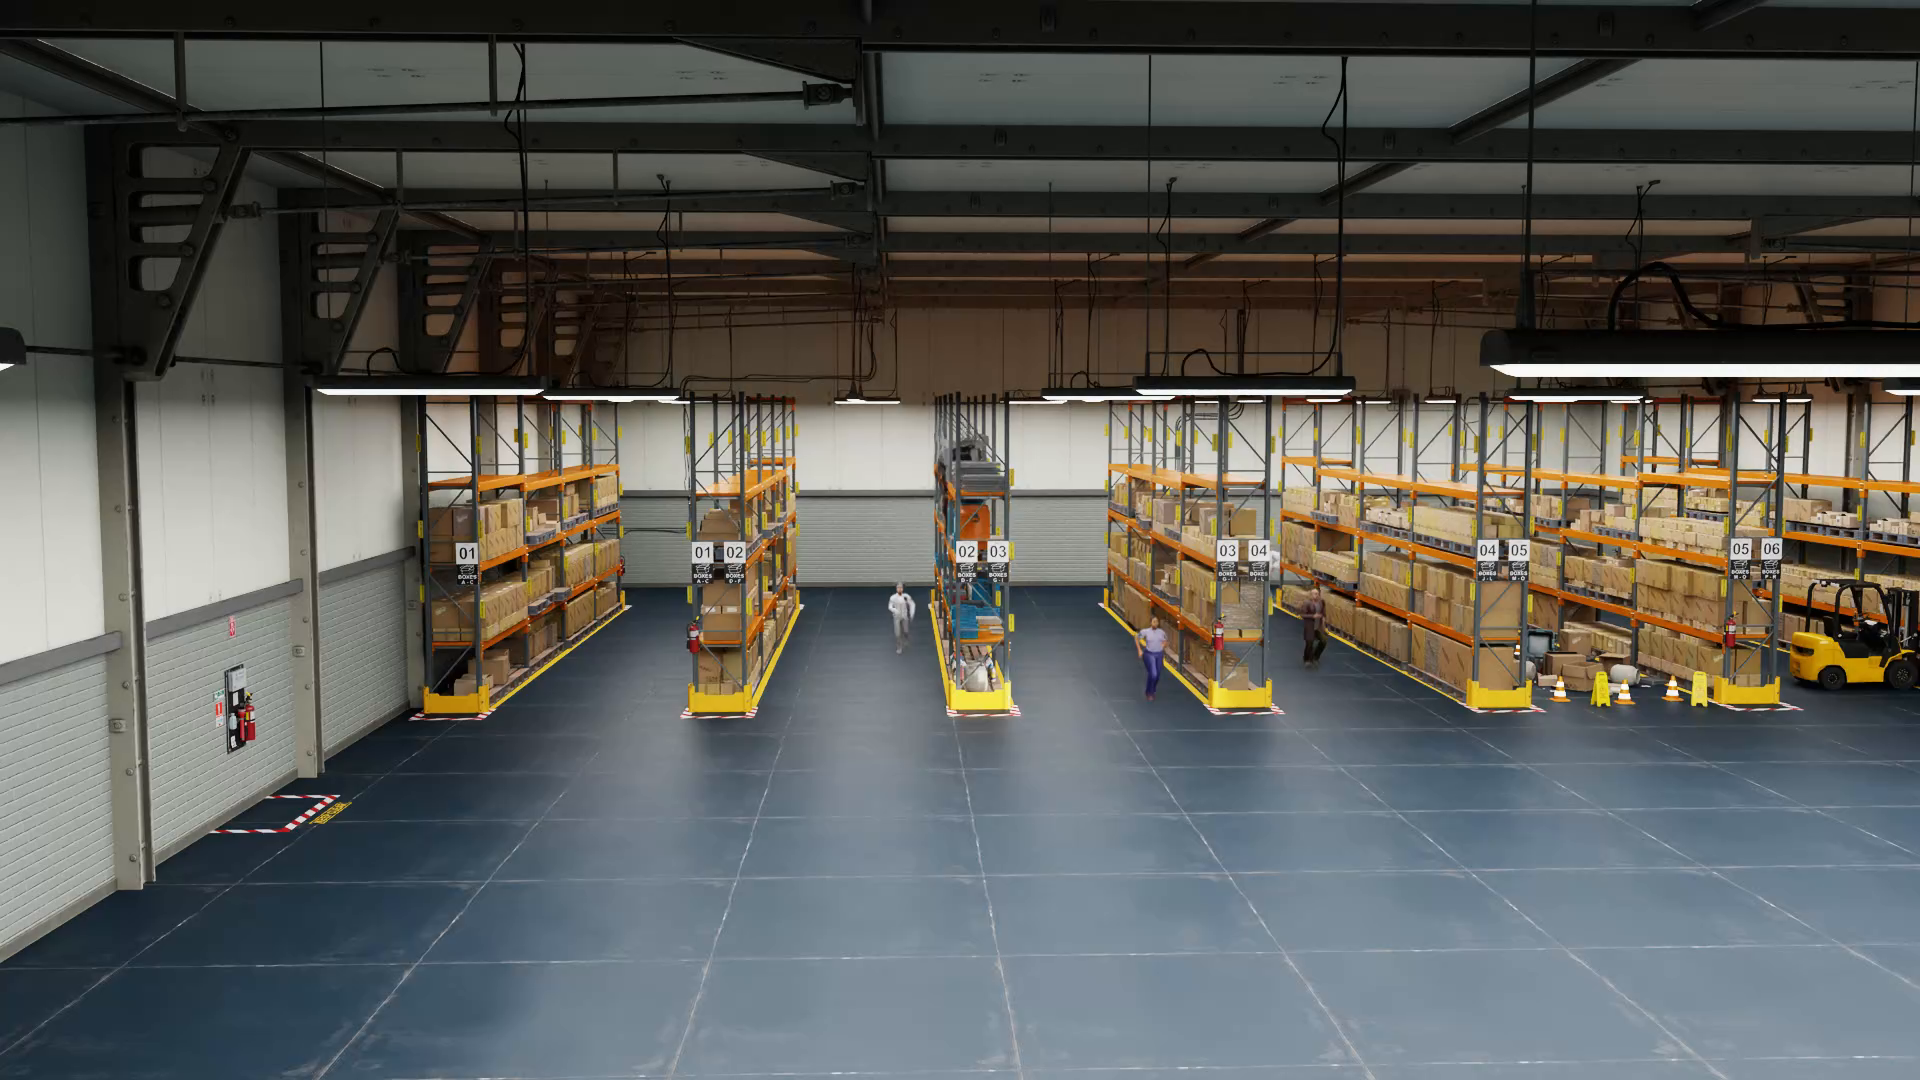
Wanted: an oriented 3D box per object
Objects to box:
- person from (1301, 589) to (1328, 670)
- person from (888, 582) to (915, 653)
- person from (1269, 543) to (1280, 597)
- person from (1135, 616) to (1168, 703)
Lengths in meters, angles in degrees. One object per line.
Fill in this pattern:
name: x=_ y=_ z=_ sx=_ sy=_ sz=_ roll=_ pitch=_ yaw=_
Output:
person: x=7.723 y=1.936 z=36.248 sx=0.751 sy=1.767 sz=0.883 roll=-1 pitch=5 yaw=-18
person: x=-1.355 y=1.809 z=38.691 sx=0.623 sy=1.665 sz=0.540 roll=0 pitch=5 yaw=-4
person: x=8.958 y=0.957 z=48.672 sx=0.782 sy=1.826 sz=0.767 roll=-2 pitch=5 yaw=-26
person: x=3.761 y=2.320 z=32.368 sx=0.579 sy=1.691 sz=0.717 roll=-2 pitch=5 yaw=-20
